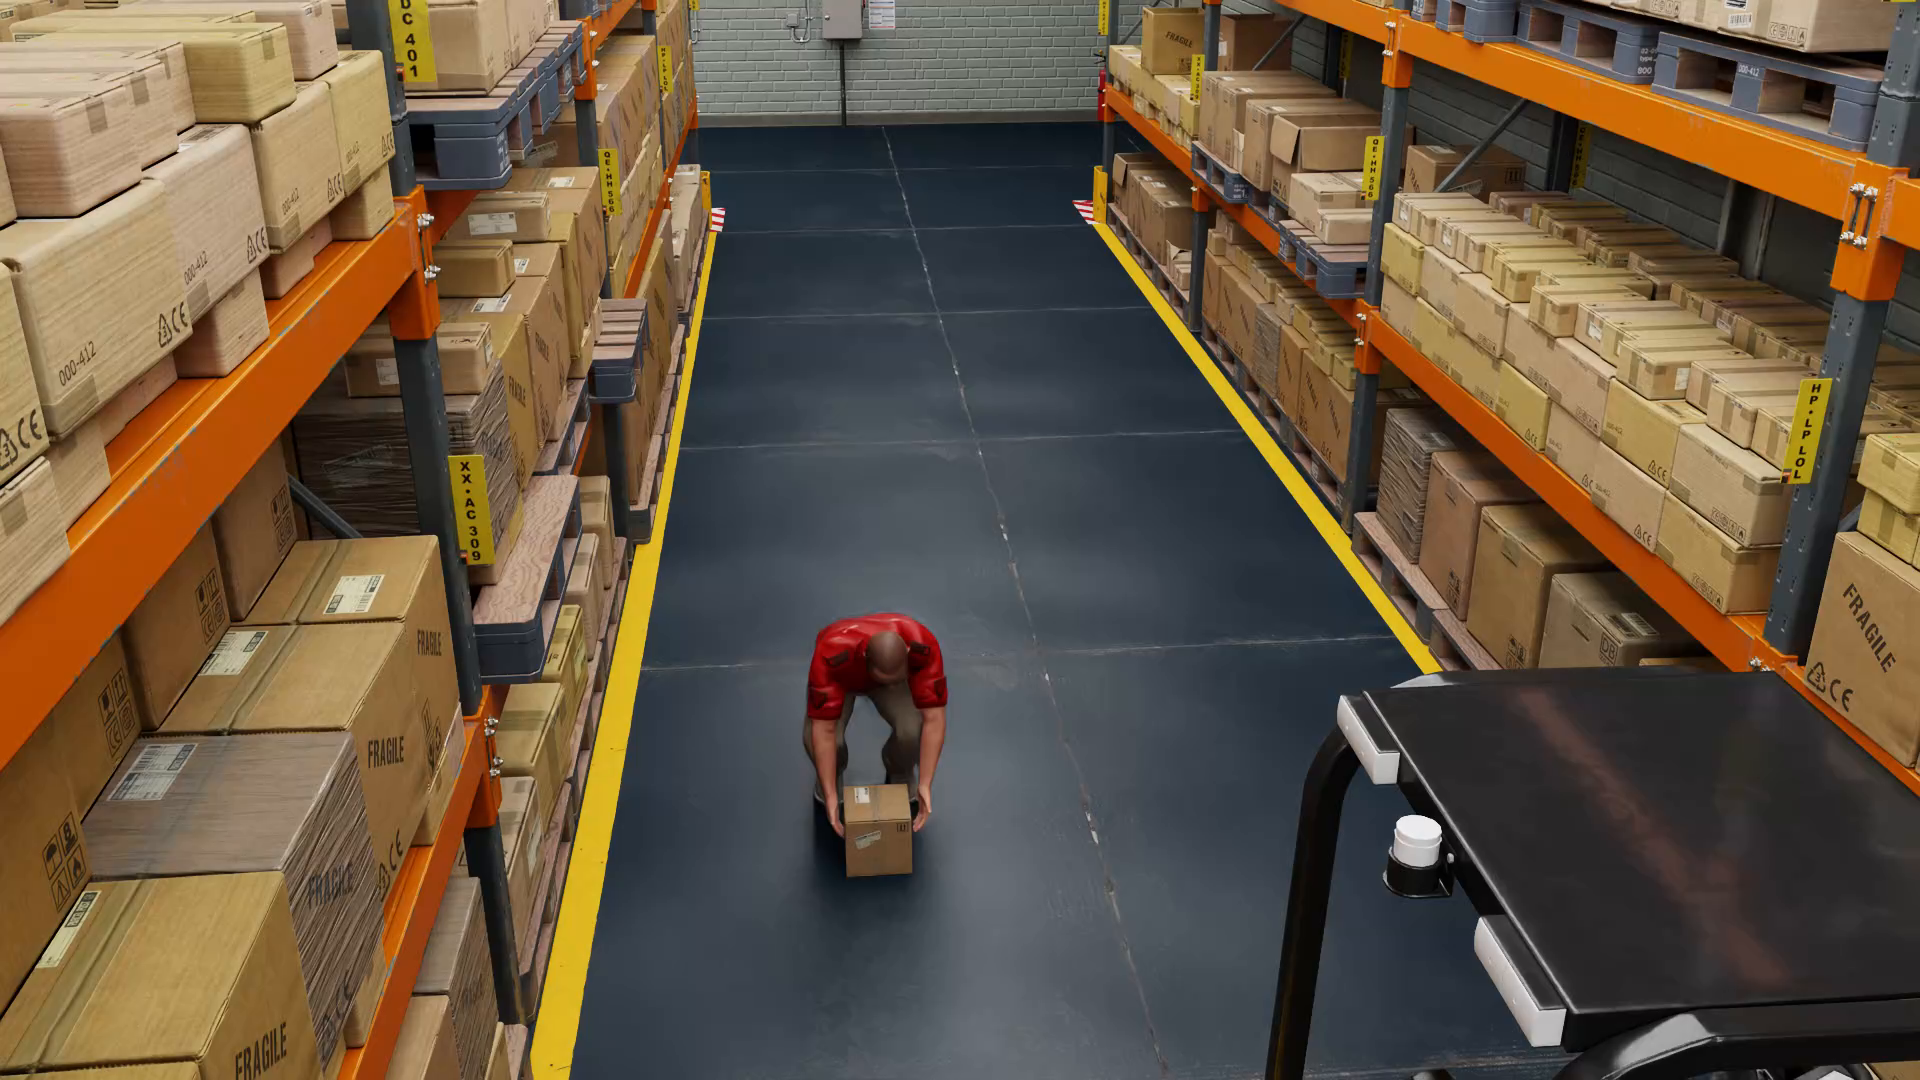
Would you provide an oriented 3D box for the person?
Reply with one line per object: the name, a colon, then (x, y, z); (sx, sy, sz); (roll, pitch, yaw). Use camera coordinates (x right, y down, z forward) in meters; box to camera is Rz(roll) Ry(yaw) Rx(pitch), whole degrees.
person: (-0.346, 0.650, 6.613); (0.571, 0.948, 0.886); (-2, 24, -5)
